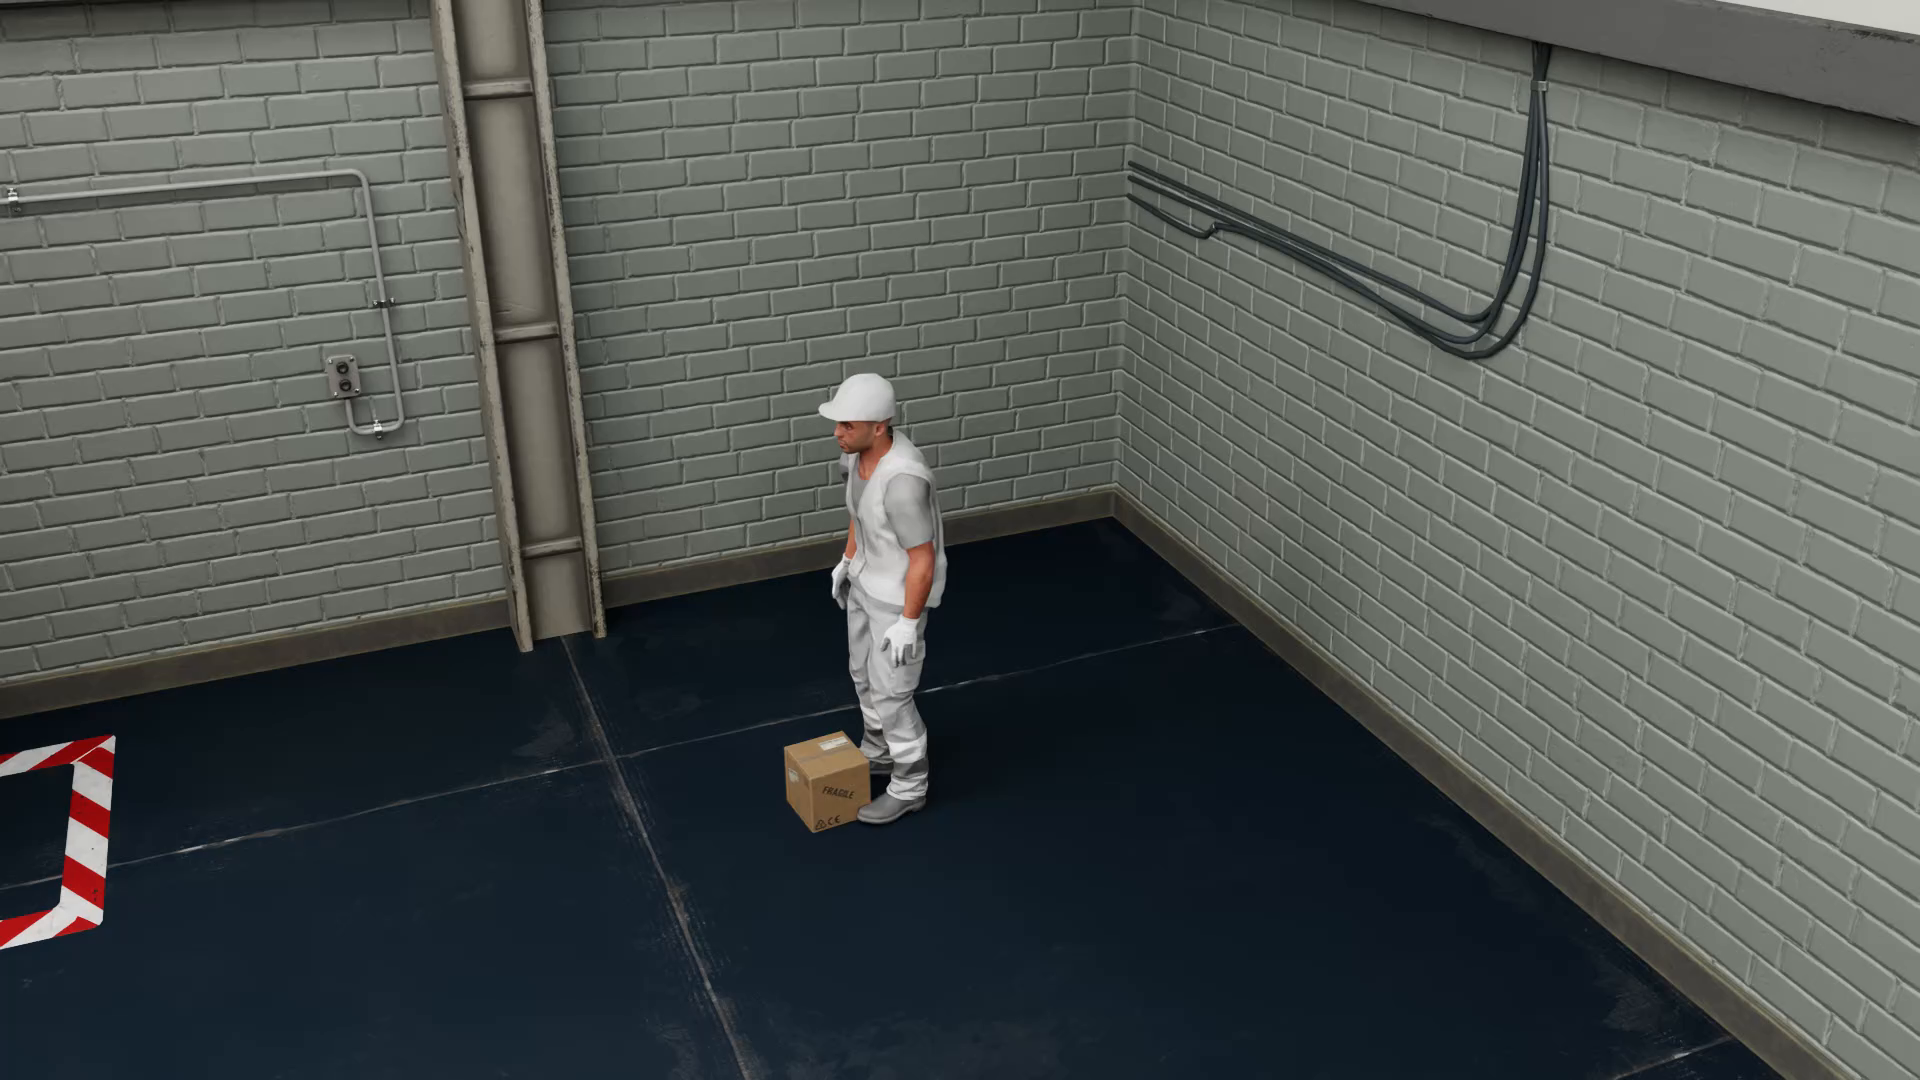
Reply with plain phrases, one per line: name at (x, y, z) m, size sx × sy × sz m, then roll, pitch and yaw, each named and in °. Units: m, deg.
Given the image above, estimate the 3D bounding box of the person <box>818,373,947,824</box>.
person at (-0.291, 0.213, 6.149) m, size 0.445 × 1.781 × 0.622 m, roll -12°, pitch 28°, yaw -23°
